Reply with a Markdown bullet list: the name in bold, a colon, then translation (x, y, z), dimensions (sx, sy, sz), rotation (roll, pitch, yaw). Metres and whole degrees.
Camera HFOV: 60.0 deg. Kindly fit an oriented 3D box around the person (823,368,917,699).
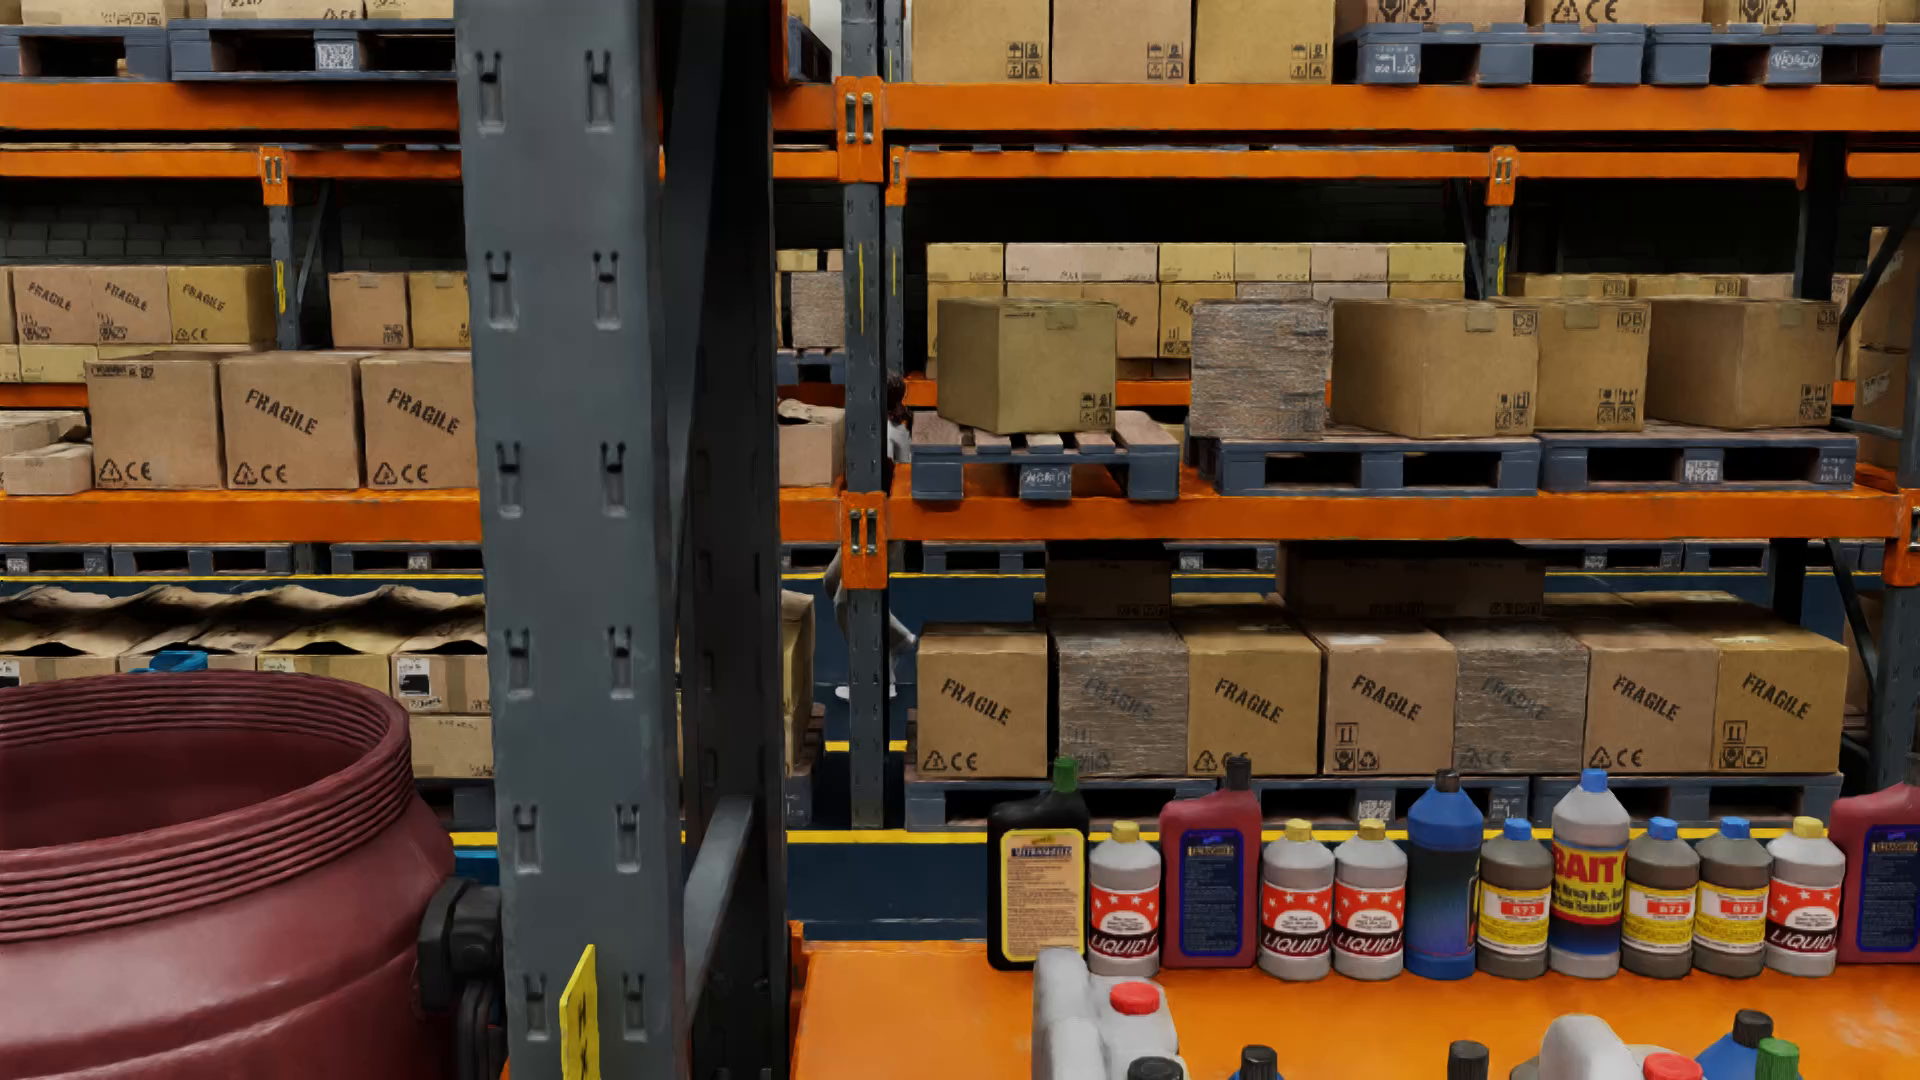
- **person**: translation (-0.459, -0.026, 8.172), dimensions (0.473, 1.641, 0.624), rotation (0, 10, 3)
